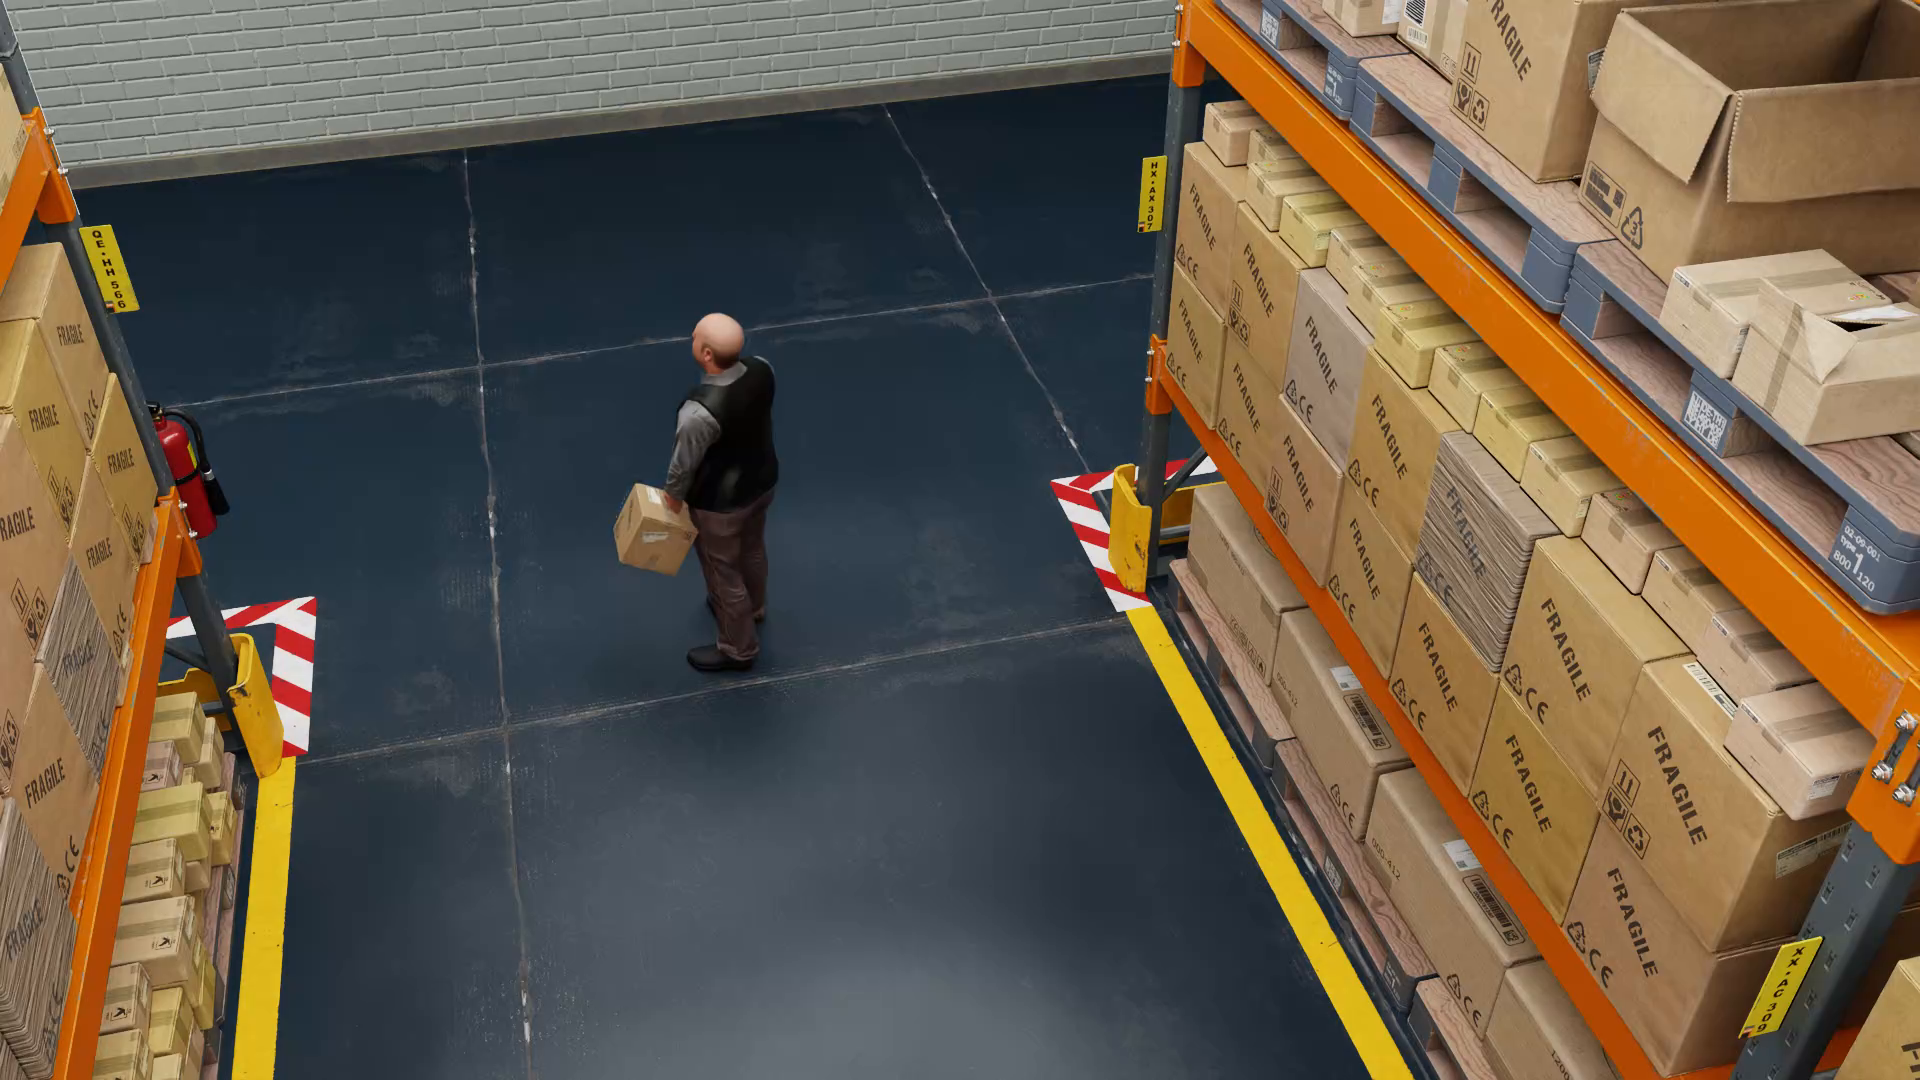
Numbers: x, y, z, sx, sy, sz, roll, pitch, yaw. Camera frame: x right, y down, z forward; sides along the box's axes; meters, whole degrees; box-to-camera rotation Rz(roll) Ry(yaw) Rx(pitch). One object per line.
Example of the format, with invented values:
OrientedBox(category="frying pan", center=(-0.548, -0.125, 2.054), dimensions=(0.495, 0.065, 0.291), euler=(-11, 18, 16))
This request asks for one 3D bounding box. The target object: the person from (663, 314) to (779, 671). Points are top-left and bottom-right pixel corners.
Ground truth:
OrientedBox(category="person", center=(-1.032, -0.219, 6.991), dimensions=(0.516, 1.728, 0.534), euler=(21, 43, 25))
